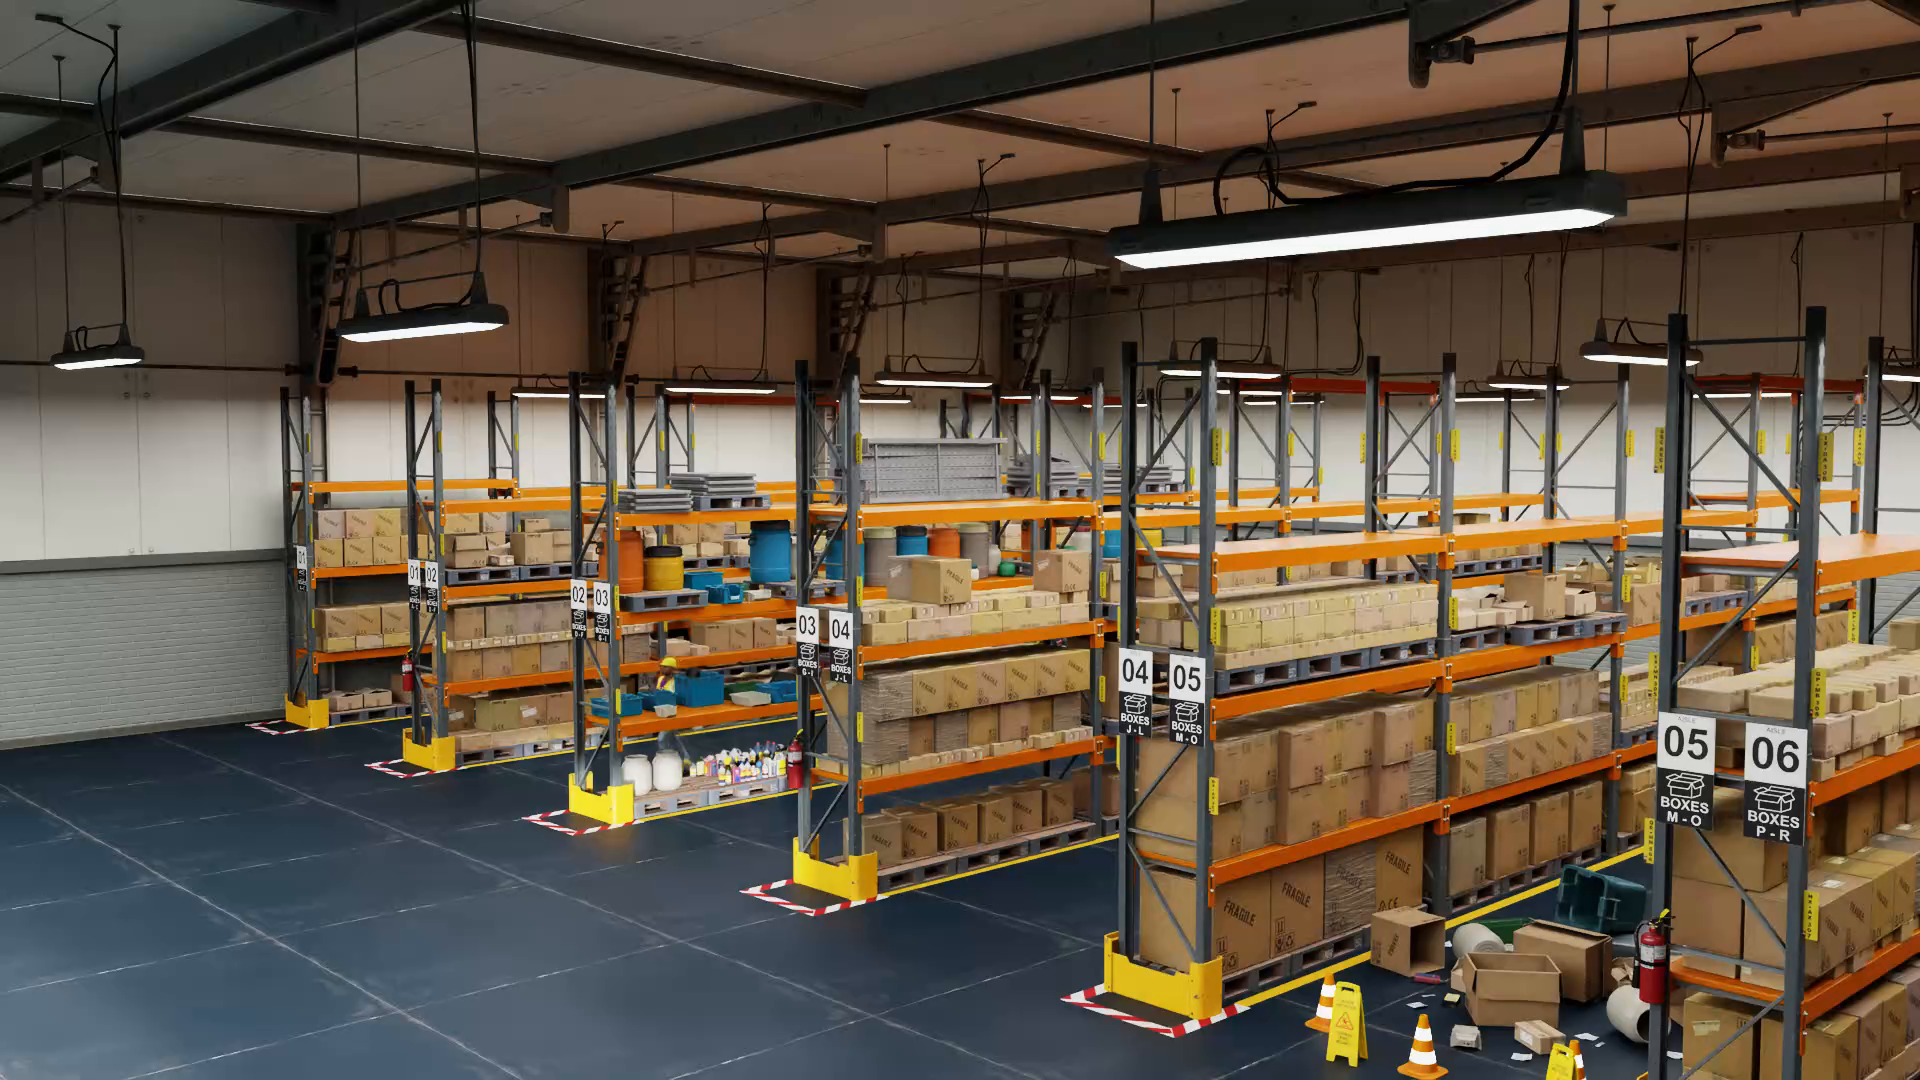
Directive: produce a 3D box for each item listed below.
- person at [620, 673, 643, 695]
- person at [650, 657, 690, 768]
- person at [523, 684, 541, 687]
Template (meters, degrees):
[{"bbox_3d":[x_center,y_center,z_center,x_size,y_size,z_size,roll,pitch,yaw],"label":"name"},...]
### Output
[{"bbox_3d":[-5.950,2.332,30.131,0.691,1.761,0.954,3,5,44],"label":"person"},{"bbox_3d":[-4.370,2.672,25.062,0.677,1.821,0.807,4,5,45],"label":"person"},{"bbox_3d":[-7.547,2.483,29.392,0.615,1.645,0.914,3,5,40],"label":"person"}]
